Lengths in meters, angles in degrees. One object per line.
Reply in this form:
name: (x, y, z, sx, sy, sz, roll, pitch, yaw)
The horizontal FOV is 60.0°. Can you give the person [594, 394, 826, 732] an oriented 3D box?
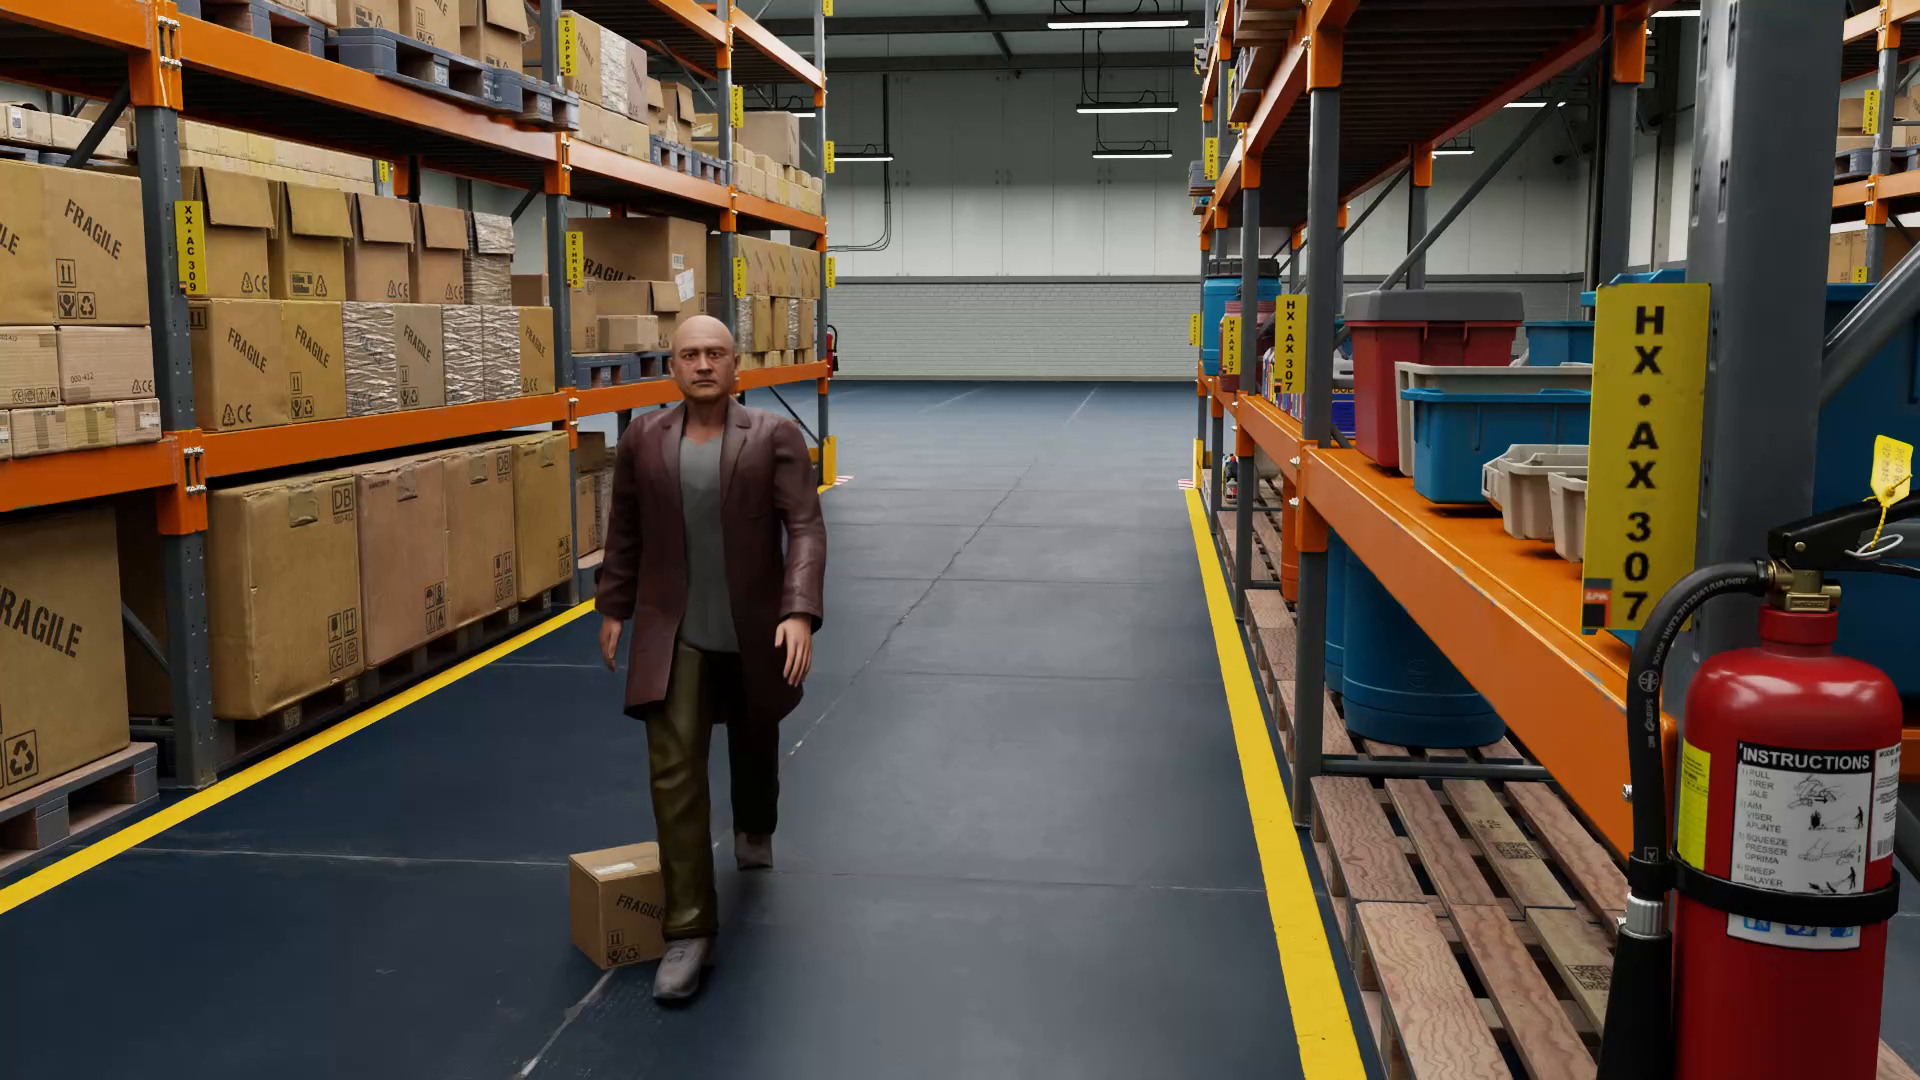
person: (-0.702, 0.064, 4.579, 0.667, 0.955, 0.539, -1, 7, -4)
